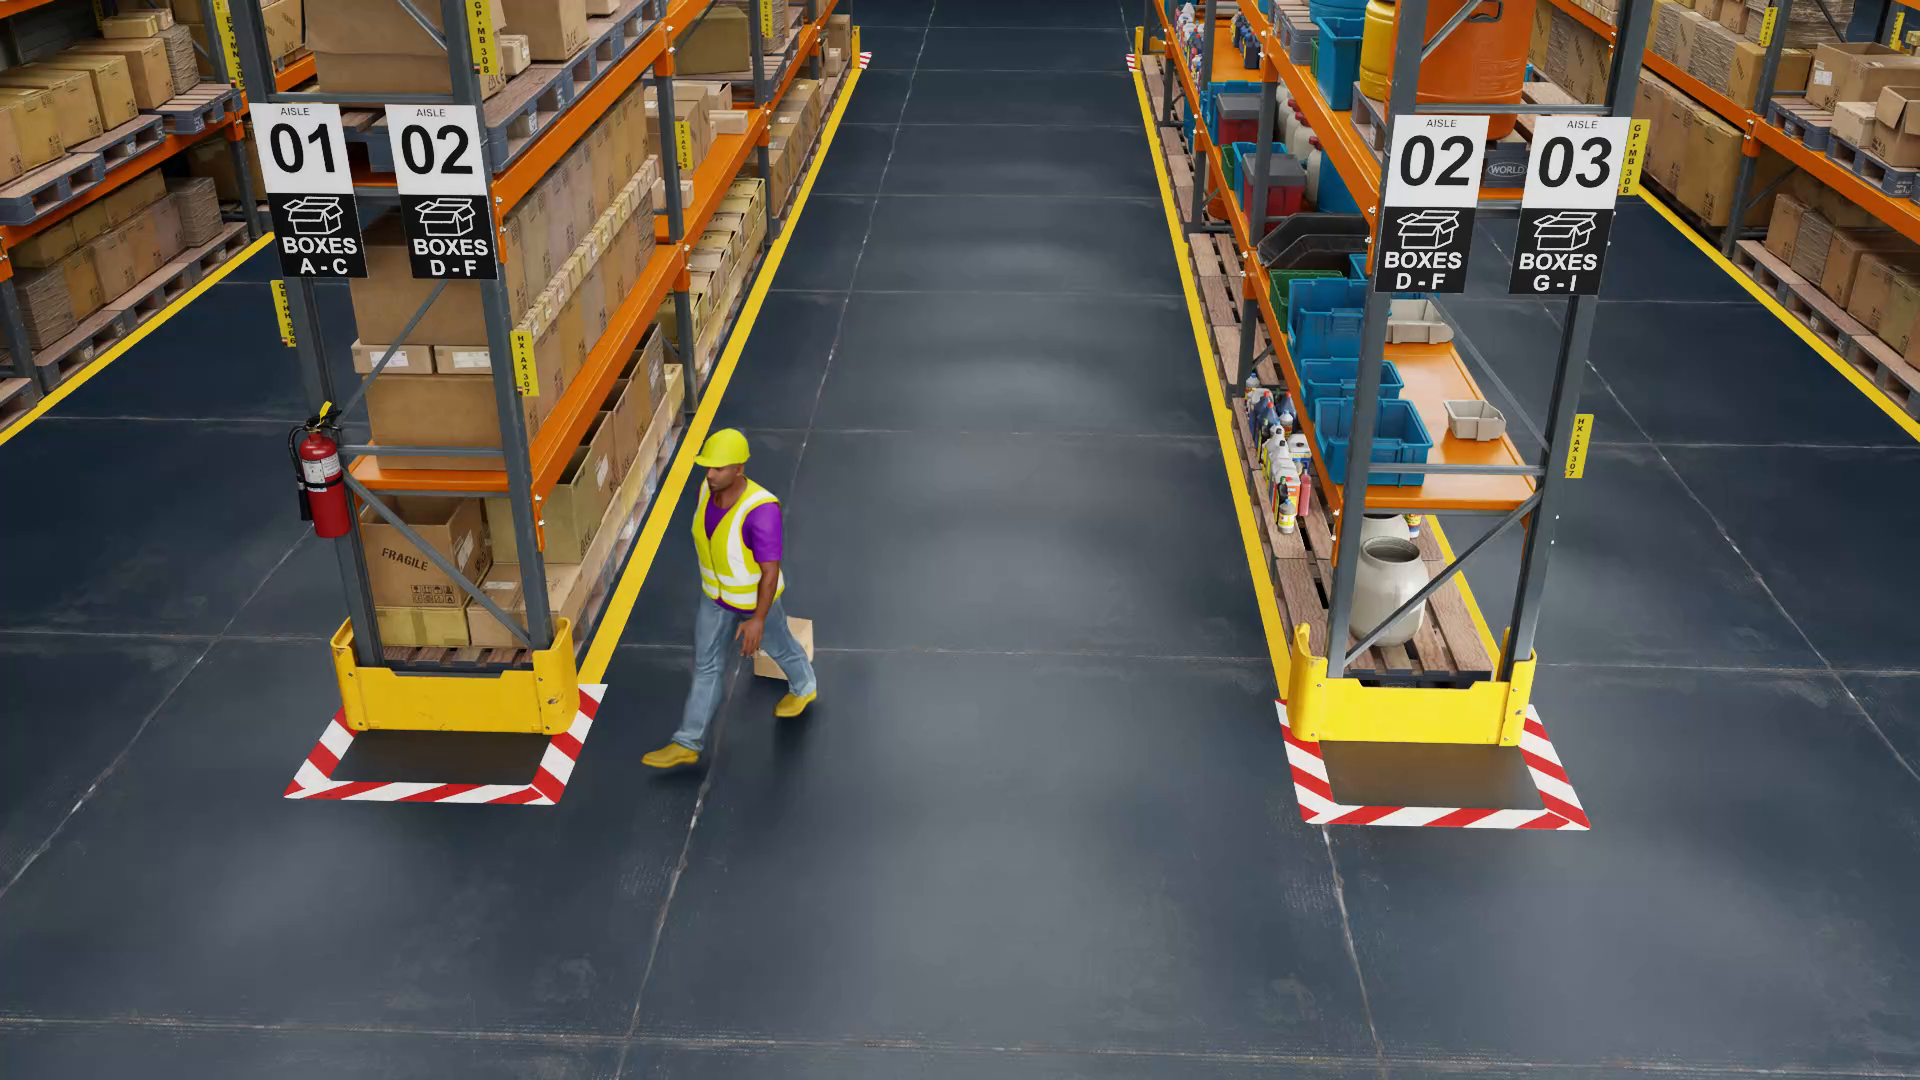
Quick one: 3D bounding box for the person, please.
[{"bbox_3d":[-1.114,0.267,8.083,0.605,1.703,1.076,19,33,31],"label":"person"}]
